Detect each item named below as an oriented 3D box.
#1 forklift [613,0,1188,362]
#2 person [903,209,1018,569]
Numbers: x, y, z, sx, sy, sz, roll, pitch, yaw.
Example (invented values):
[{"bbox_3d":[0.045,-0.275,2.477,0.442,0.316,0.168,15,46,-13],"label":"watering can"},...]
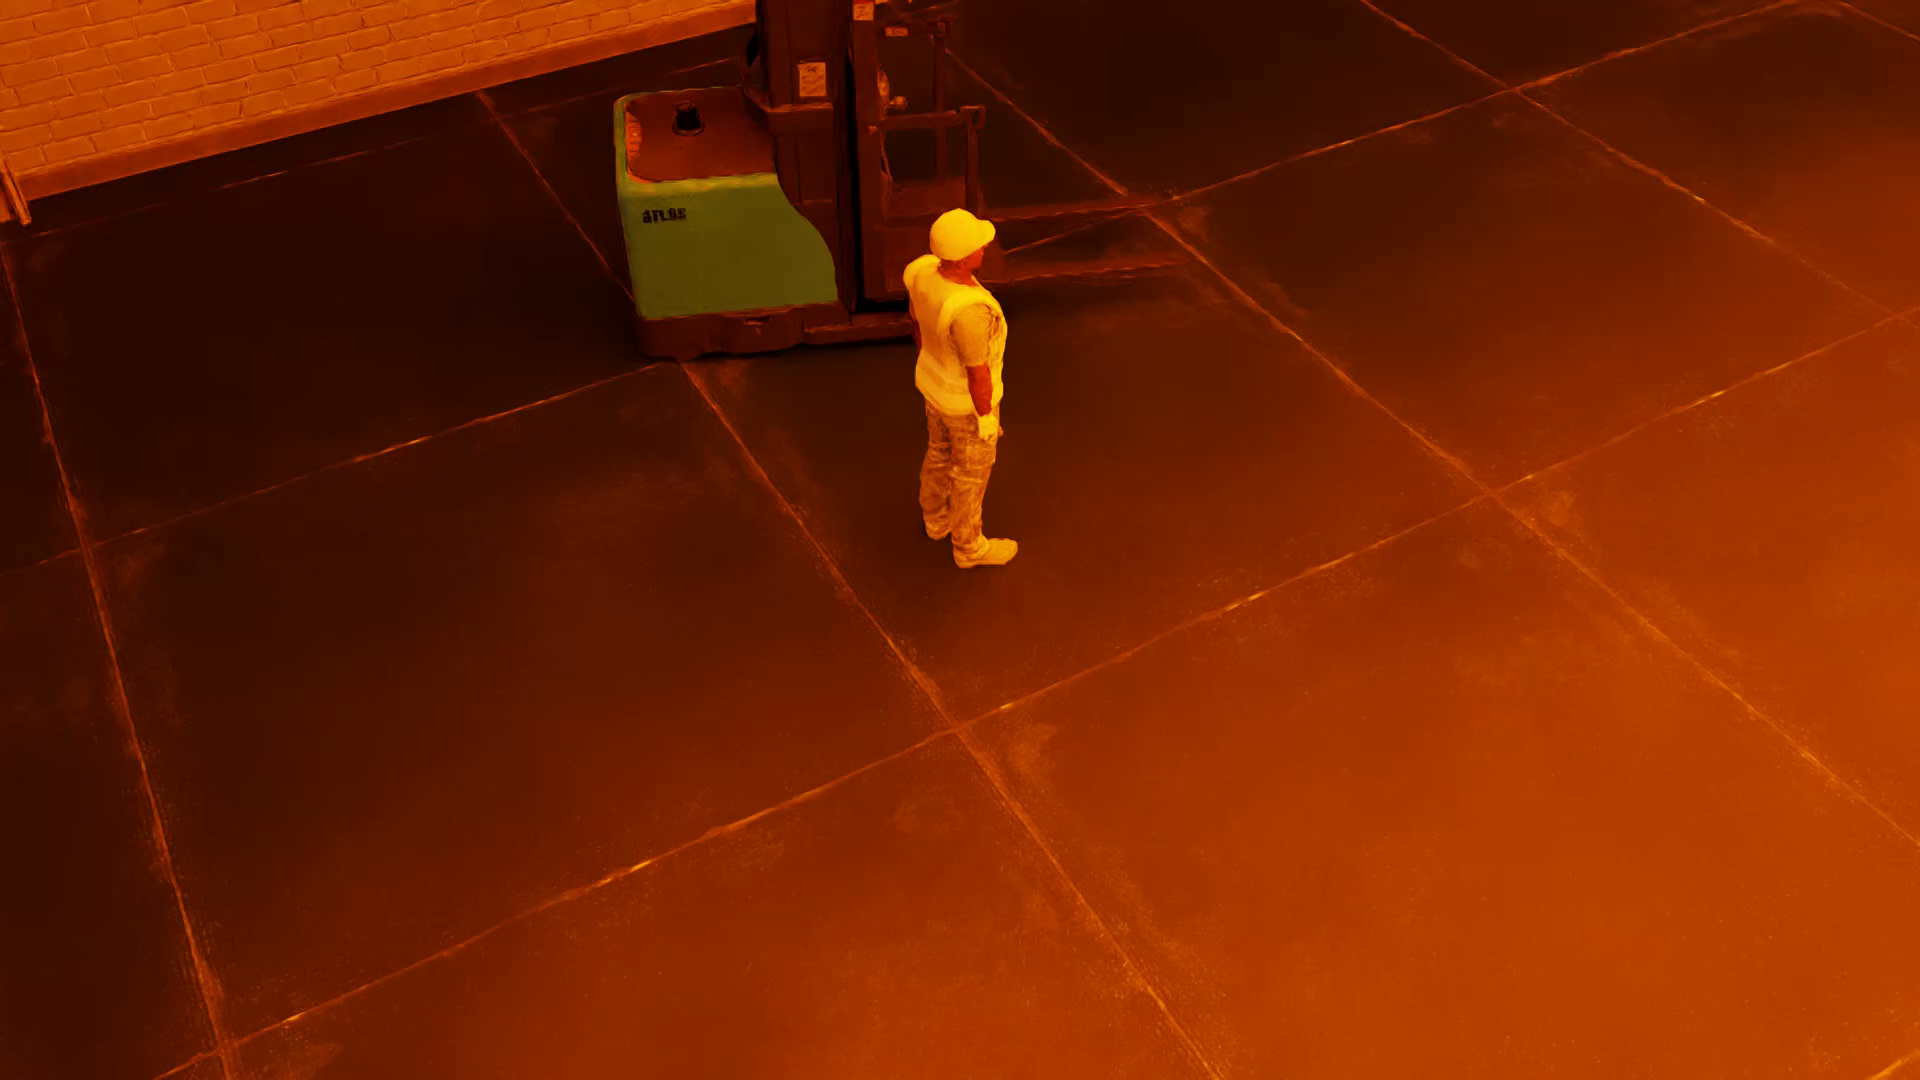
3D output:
[{"bbox_3d":[-0.287,-2.504,8.398,3.031,2.935,1.130,-7,43,-7],"label":"forklift"},{"bbox_3d":[0.011,-0.660,7.251,0.365,1.789,0.546,-21,47,-21],"label":"person"}]
